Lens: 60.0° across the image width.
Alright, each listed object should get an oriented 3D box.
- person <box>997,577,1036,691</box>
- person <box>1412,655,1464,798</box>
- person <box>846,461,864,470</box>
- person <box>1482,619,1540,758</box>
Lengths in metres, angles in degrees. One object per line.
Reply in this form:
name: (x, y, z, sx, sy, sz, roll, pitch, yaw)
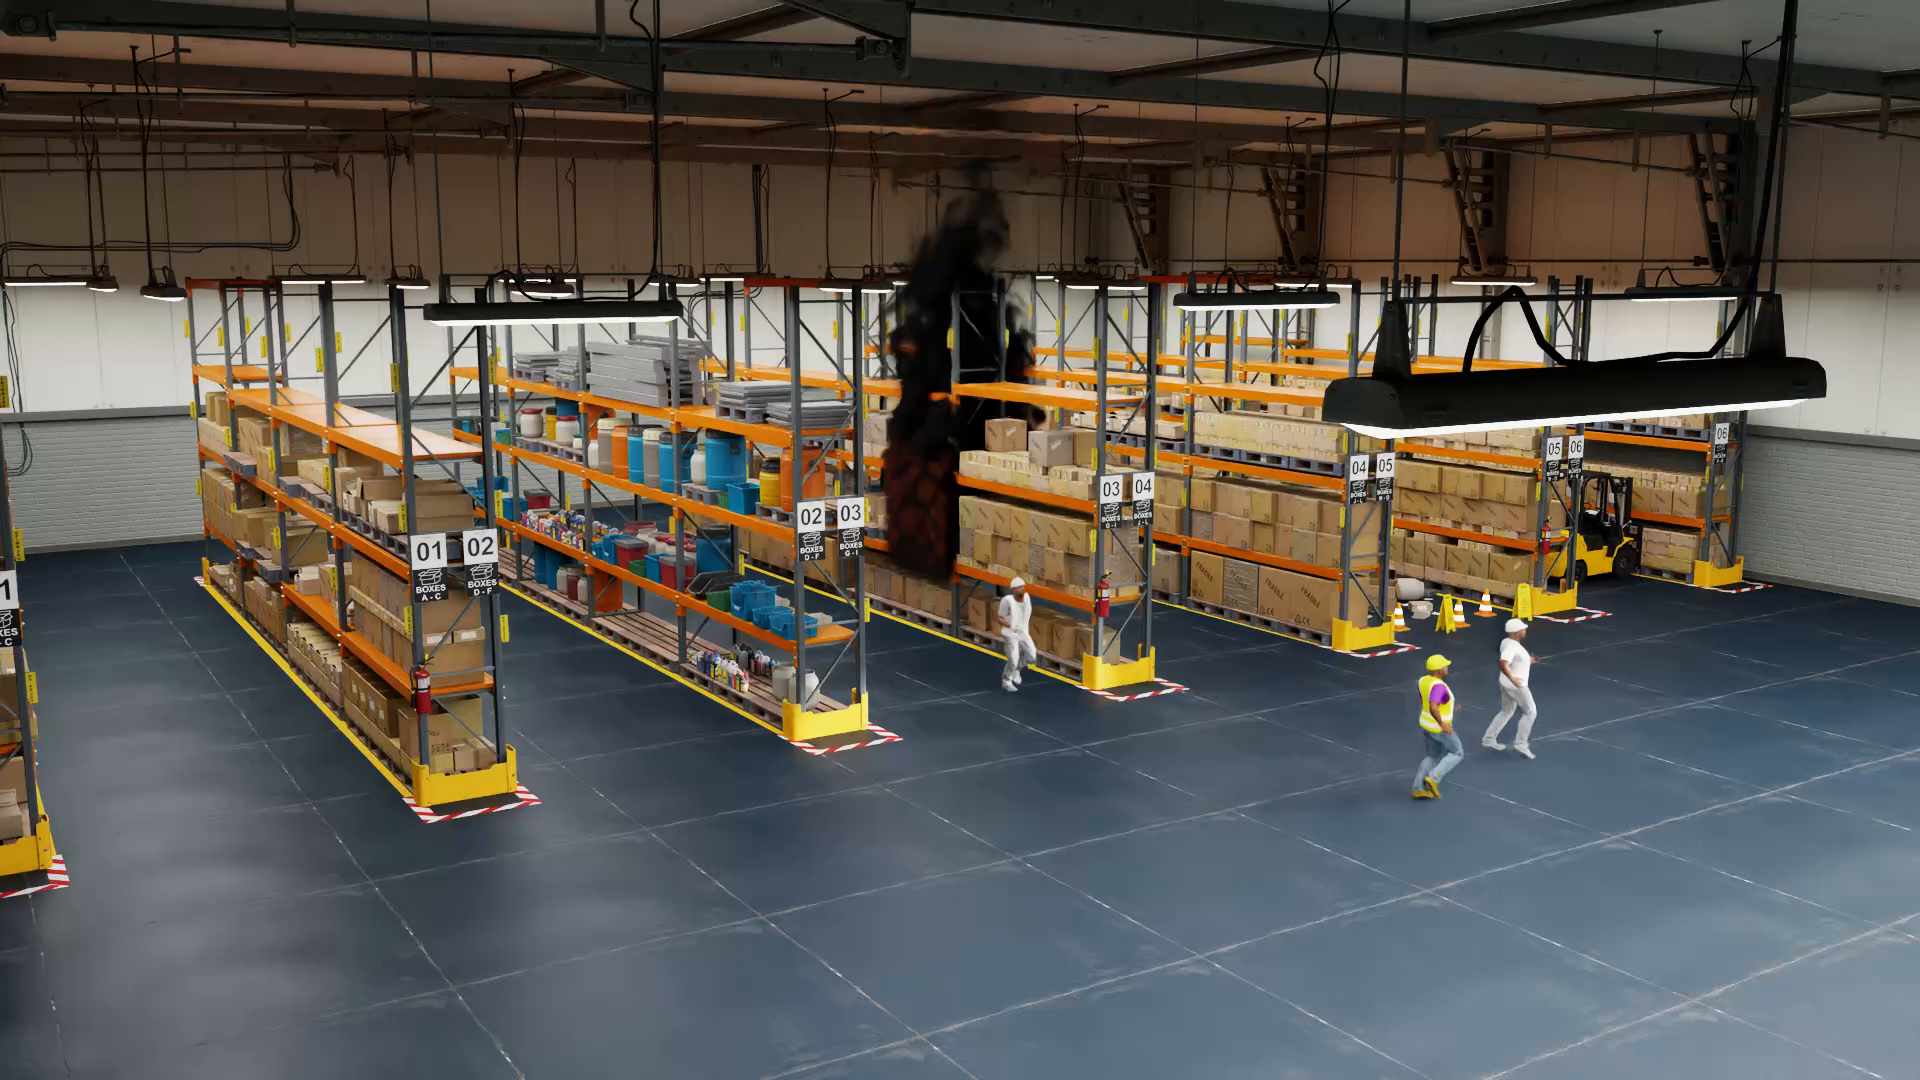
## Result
person: (0.870, 1.396, 24.474, 0.685, 1.728, 0.633, -7, 12, -35)
person: (5.674, 2.200, 19.643, 0.634, 1.726, 0.683, -2, 10, -14)
person: (-2.748, -1.518, 41.852, 0.594, 1.717, 0.777, -3, 10, -17)
person: (7.122, 1.908, 21.378, 0.720, 1.826, 0.674, 0, 10, -1)
